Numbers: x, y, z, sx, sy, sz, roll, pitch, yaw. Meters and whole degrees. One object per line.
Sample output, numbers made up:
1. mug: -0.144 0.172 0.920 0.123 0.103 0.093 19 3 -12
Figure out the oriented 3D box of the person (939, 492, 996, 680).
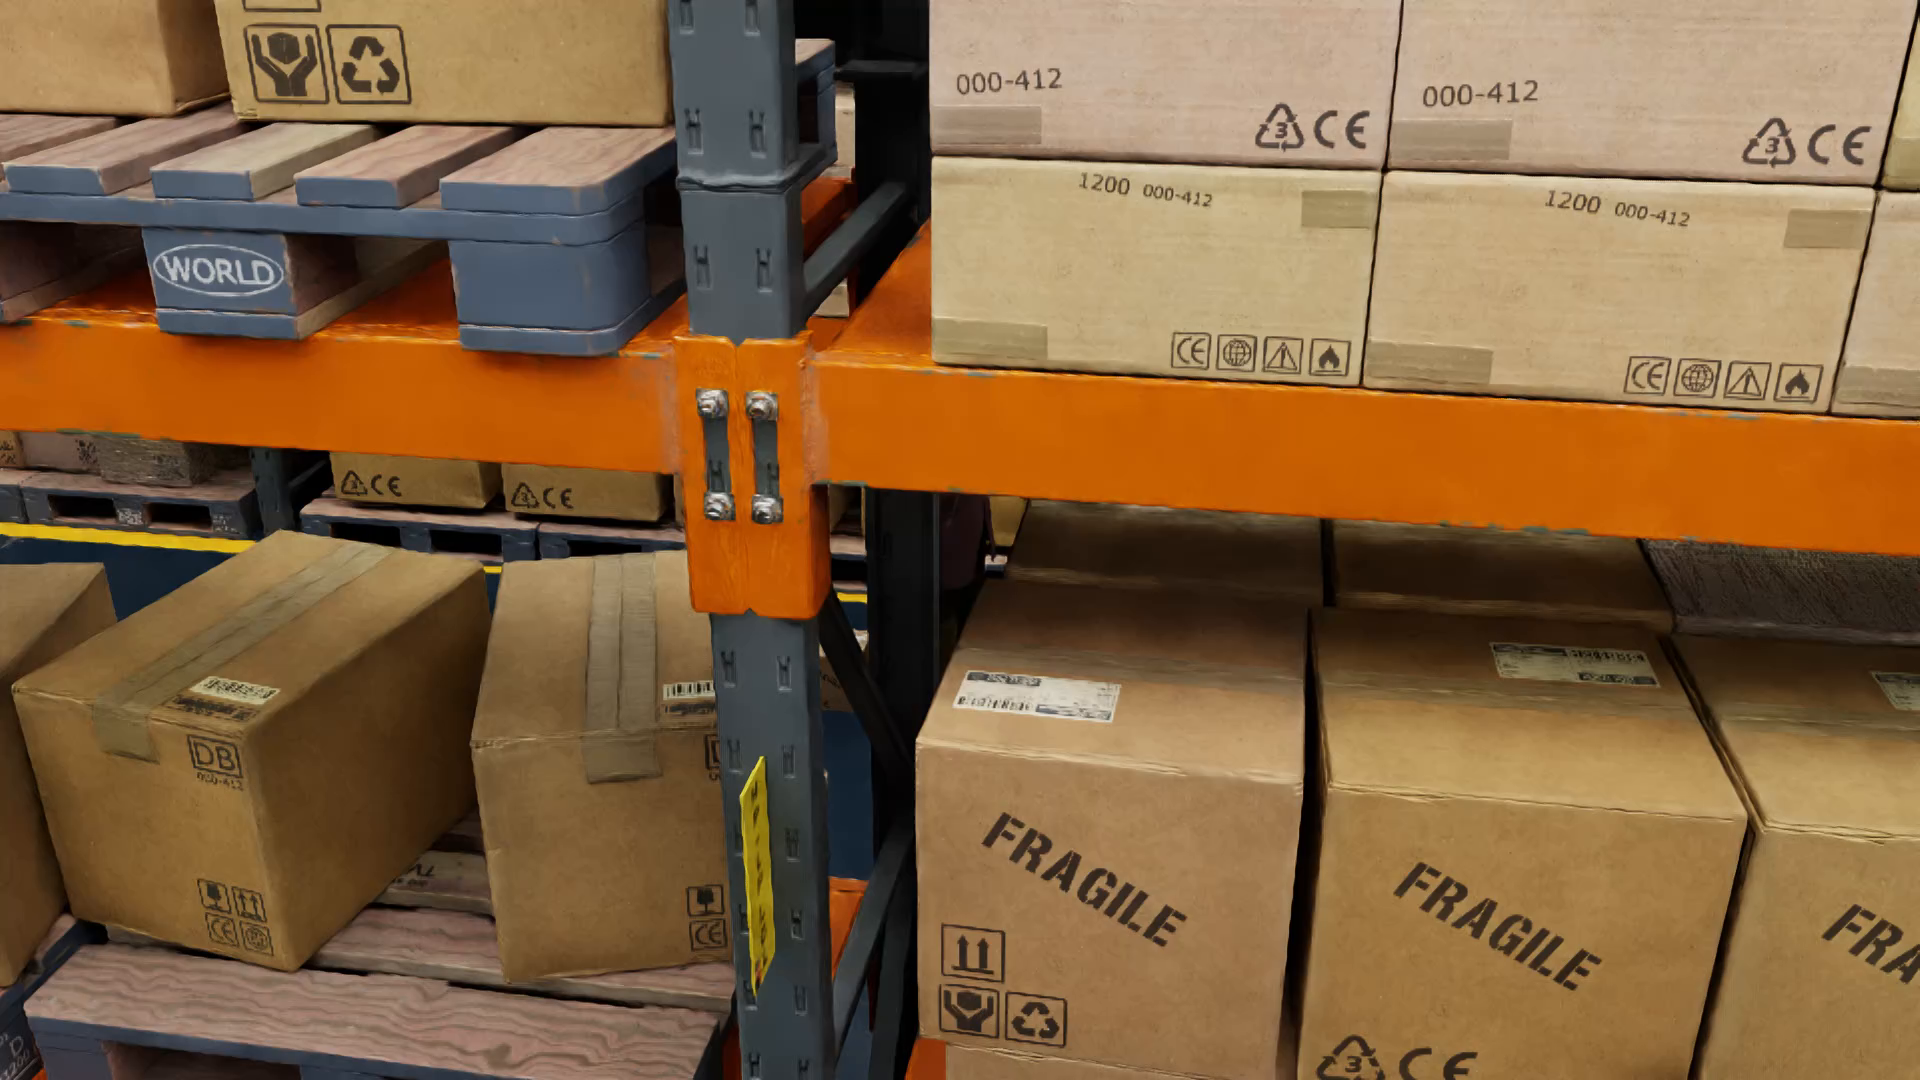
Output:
1. person: -0.066 -0.069 6.324 0.476 1.822 0.645 5 25 10
